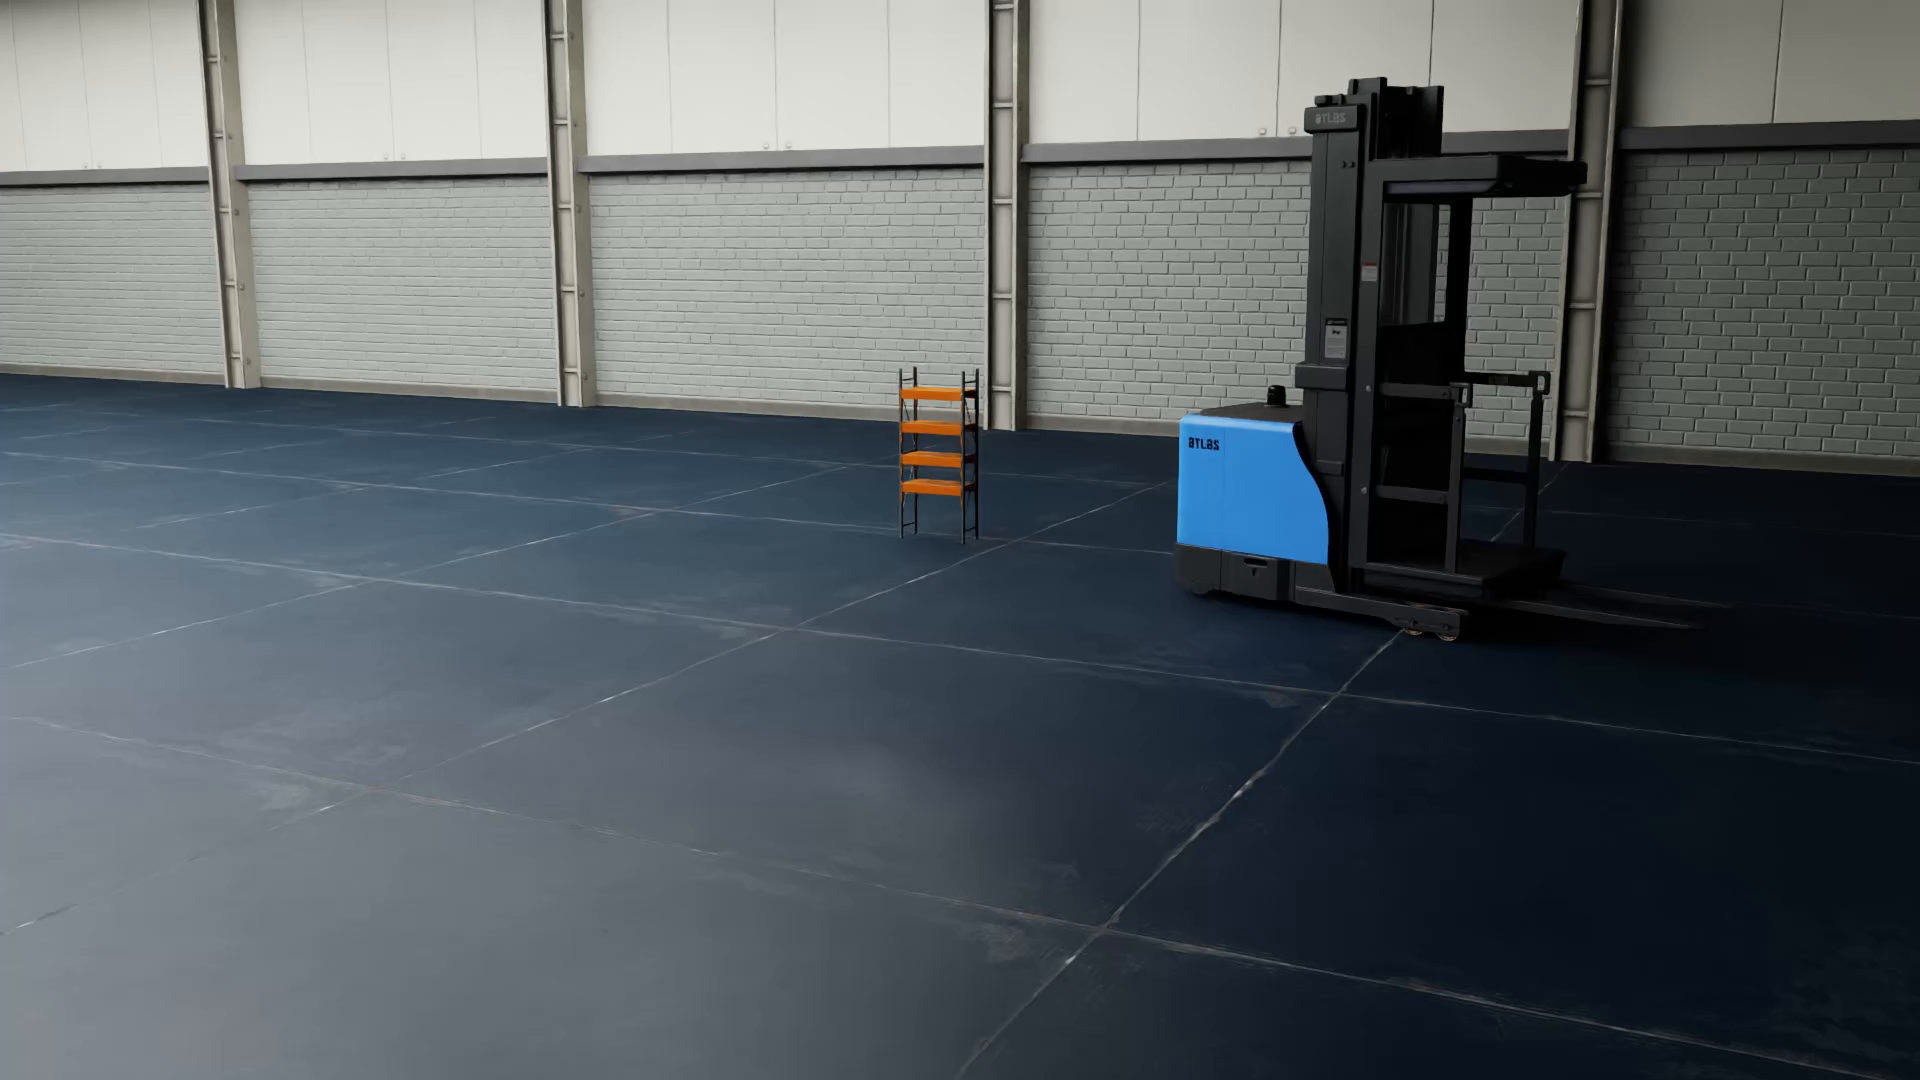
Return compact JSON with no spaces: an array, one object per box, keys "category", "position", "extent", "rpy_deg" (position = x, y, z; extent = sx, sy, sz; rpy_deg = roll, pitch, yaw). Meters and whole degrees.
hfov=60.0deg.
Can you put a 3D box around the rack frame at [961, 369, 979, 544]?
[{"category":"rack frame","position":[0.070,-0.584,11.589],"extent":[0.015,1.200,0.240],"rpy_deg":[5,11,26]}]

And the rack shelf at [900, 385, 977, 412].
[{"category":"rack shelf","position":[-0.148,-0.990,11.625],"extent":[0.480,0.148,0.258],"rpy_deg":[5,11,26]}]

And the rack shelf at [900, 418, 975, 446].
[{"category":"rack shelf","position":[-0.148,-0.757,11.668],"extent":[0.480,0.148,0.258],"rpy_deg":[5,11,26]}]

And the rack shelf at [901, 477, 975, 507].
[{"category":"rack shelf","position":[-0.148,-0.342,11.743],"extent":[0.480,0.148,0.258],"rpy_deg":[5,11,26]}]

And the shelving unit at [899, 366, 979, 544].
[{"category":"shelving unit","position":[-0.148,-0.603,11.695],"extent":[0.503,1.200,0.258],"rpy_deg":[5,11,26]}]

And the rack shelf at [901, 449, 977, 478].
[{"category":"rack shelf","position":[-0.148,-0.537,11.707],"extent":[0.480,0.148,0.258],"rpy_deg":[5,11,26]}]

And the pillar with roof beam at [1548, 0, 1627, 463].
[{"category":"pillar with roof beam","position":[3.979,-4.511,11.387],"extent":[0.400,9.000,9.100],"rpy_deg":[5,11,26]}]

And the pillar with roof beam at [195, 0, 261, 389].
[{"category":"pillar with roof beam","position":[-12.163,-5.929,19.224],"extent":[0.400,9.000,9.100],"rpy_deg":[5,11,26]}]

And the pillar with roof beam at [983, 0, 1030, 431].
[{"category":"pillar with roof beam","position":[-1.401,-4.984,13.999],"extent":[0.400,9.000,9.100],"rpy_deg":[5,11,26]}]

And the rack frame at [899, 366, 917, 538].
[{"category":"rack frame","position":[-0.367,-0.623,11.802],"extent":[0.015,1.200,0.240],"rpy_deg":[5,11,26]}]

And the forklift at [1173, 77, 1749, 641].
[{"category":"forklift","position":[2.717,-1.013,9.099],"extent":[3.031,2.935,1.130],"rpy_deg":[9,14,41]}]

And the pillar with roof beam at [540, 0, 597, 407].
[{"category":"pillar with roof beam","position":[-6.782,-5.457,16.612],"extent":[0.400,9.000,9.100],"rpy_deg":[5,11,26]}]
